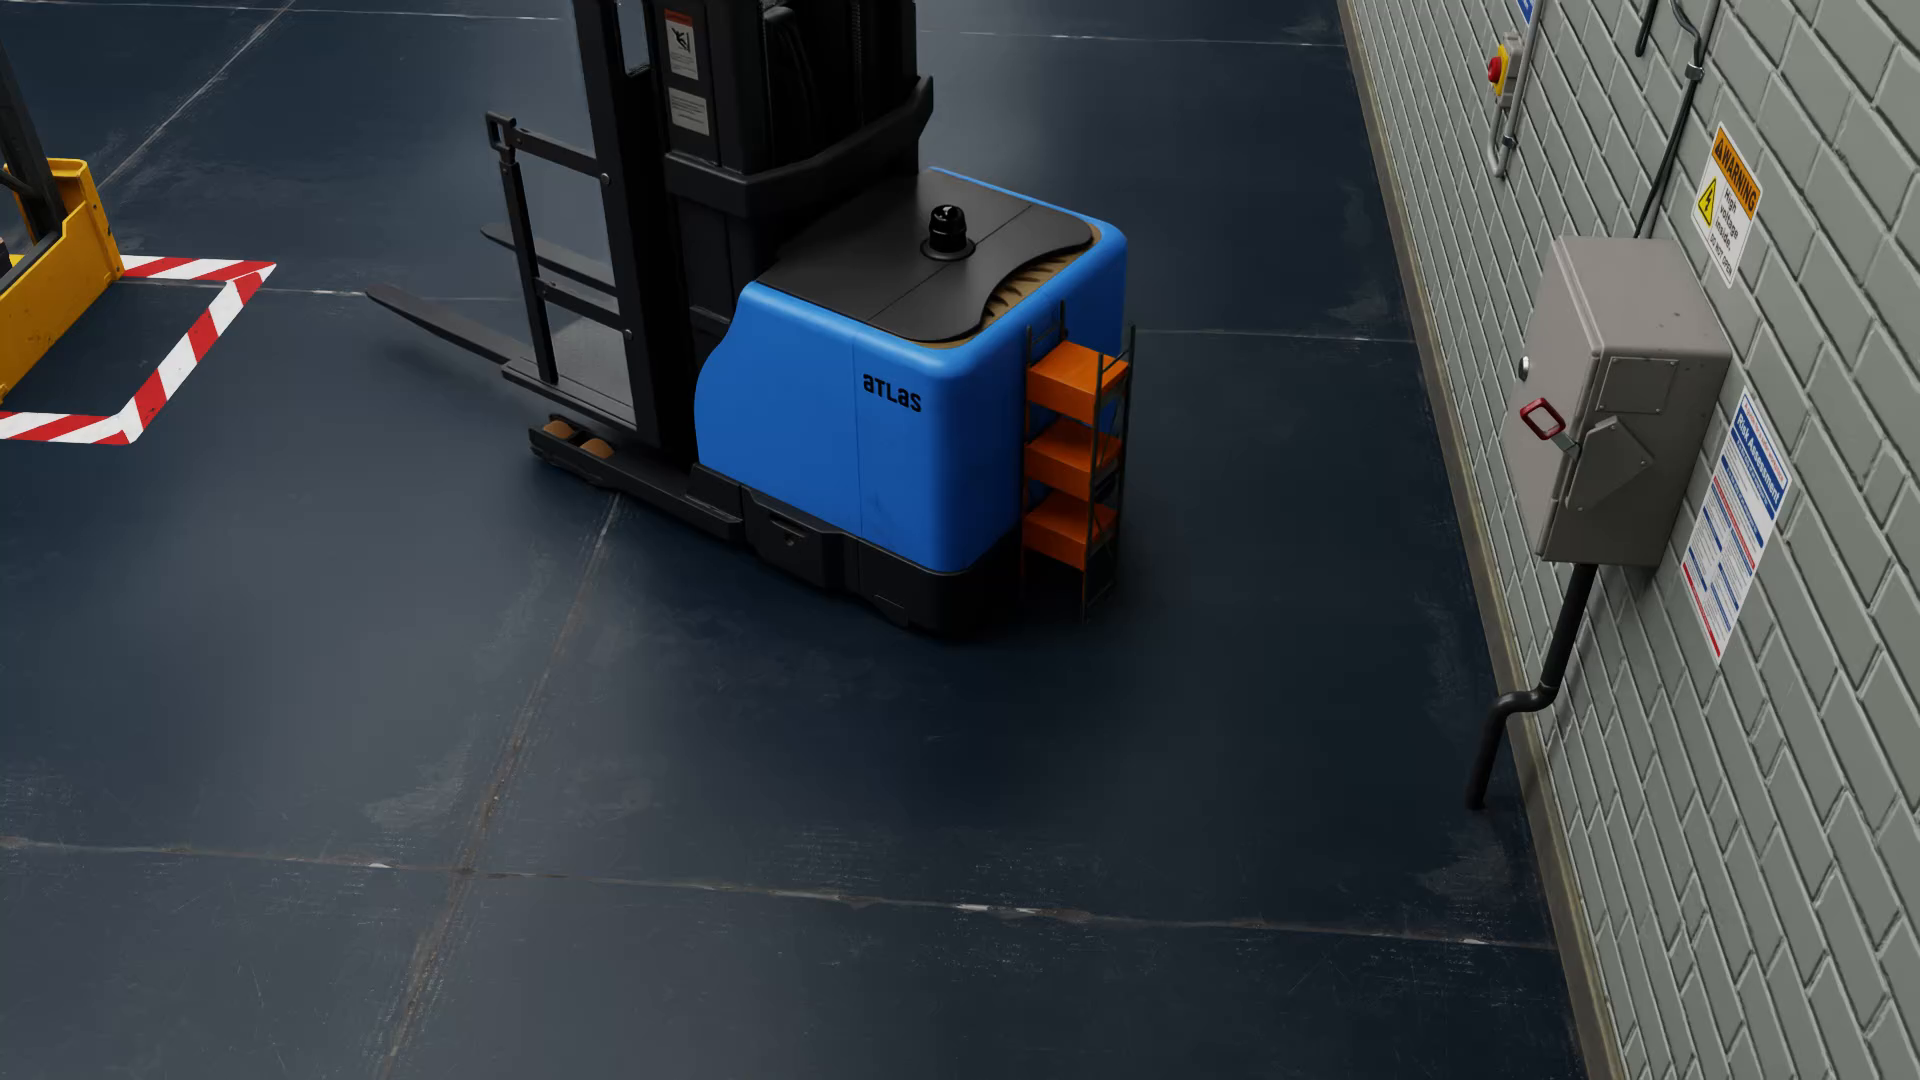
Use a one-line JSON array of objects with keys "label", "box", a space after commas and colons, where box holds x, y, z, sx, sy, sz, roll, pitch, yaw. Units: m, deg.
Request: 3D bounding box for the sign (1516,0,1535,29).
[{"label": "sign", "box": [1.845, -1.833, 5.411, 0.001, 0.218, 0.327, 3, 39, 4]}]

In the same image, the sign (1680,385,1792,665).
[{"label": "sign", "box": [1.617, -0.029, 3.485, 0.001, 0.494, 0.329, 3, 39, 4]}]

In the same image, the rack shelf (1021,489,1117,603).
[{"label": "rack shelf", "box": [0.355, 0.006, 5.368, 0.240, 0.259, 0.215, 24, 45, 27]}]

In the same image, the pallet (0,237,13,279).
[{"label": "pallet", "box": [-4.643, -0.906, 6.696, 1.213, 0.211, 1.003, 3, 39, 4]}]

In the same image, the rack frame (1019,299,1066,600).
[{"label": "rack frame", "box": [0.256, -0.262, 5.240, 0.008, 1.050, 0.200, 24, 45, 27]}]

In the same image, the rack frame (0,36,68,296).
[{"label": "rack frame", "box": [-3.840, -1.993, 5.823, 0.127, 3.000, 1.000, 3, 39, 4]}]

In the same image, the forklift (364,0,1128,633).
[{"label": "forklift", "box": [-0.948, -1.581, 5.371, 3.031, 2.935, 1.130, 24, 45, 27]}]

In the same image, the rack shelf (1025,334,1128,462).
[{"label": "rack shelf", "box": [0.355, -0.429, 5.013, 0.240, 0.259, 0.215, 24, 45, 27]}]

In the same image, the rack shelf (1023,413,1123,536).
[{"label": "rack shelf", "box": [0.355, -0.209, 5.192, 0.240, 0.259, 0.215, 24, 45, 27]}]

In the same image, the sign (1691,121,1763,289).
[{"label": "sign", "box": [1.664, -0.731, 3.618, 0.001, 0.242, 0.339, 3, 39, 4]}]

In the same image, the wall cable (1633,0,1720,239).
[{"label": "wall cable", "box": [1.669, -1.202, 4.046, 0.122, 1.984, 0.588, 3, 39, 4]}]

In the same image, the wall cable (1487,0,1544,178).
[{"label": "wall cable", "box": [1.780, -2.107, 5.133, 0.123, 1.953, 0.585, 3, 39, 4]}]

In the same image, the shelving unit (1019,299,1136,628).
[{"label": "shelving unit", "box": [0.355, -0.217, 5.185, 0.252, 1.050, 0.215, 24, 45, 27]}]

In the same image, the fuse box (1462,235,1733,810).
[{"label": "fuse box", "box": [1.453, 0.112, 4.257, 0.414, 1.711, 0.539, 3, 39, 4]}]

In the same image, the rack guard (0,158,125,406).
[{"label": "rack guard", "box": [-3.816, -1.023, 6.610, 0.348, 0.500, 1.175, 3, 39, 4]}]

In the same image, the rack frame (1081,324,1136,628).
[{"label": "rack frame", "box": [0.455, -0.173, 5.131, 0.008, 1.050, 0.200, 24, 45, 27]}]
